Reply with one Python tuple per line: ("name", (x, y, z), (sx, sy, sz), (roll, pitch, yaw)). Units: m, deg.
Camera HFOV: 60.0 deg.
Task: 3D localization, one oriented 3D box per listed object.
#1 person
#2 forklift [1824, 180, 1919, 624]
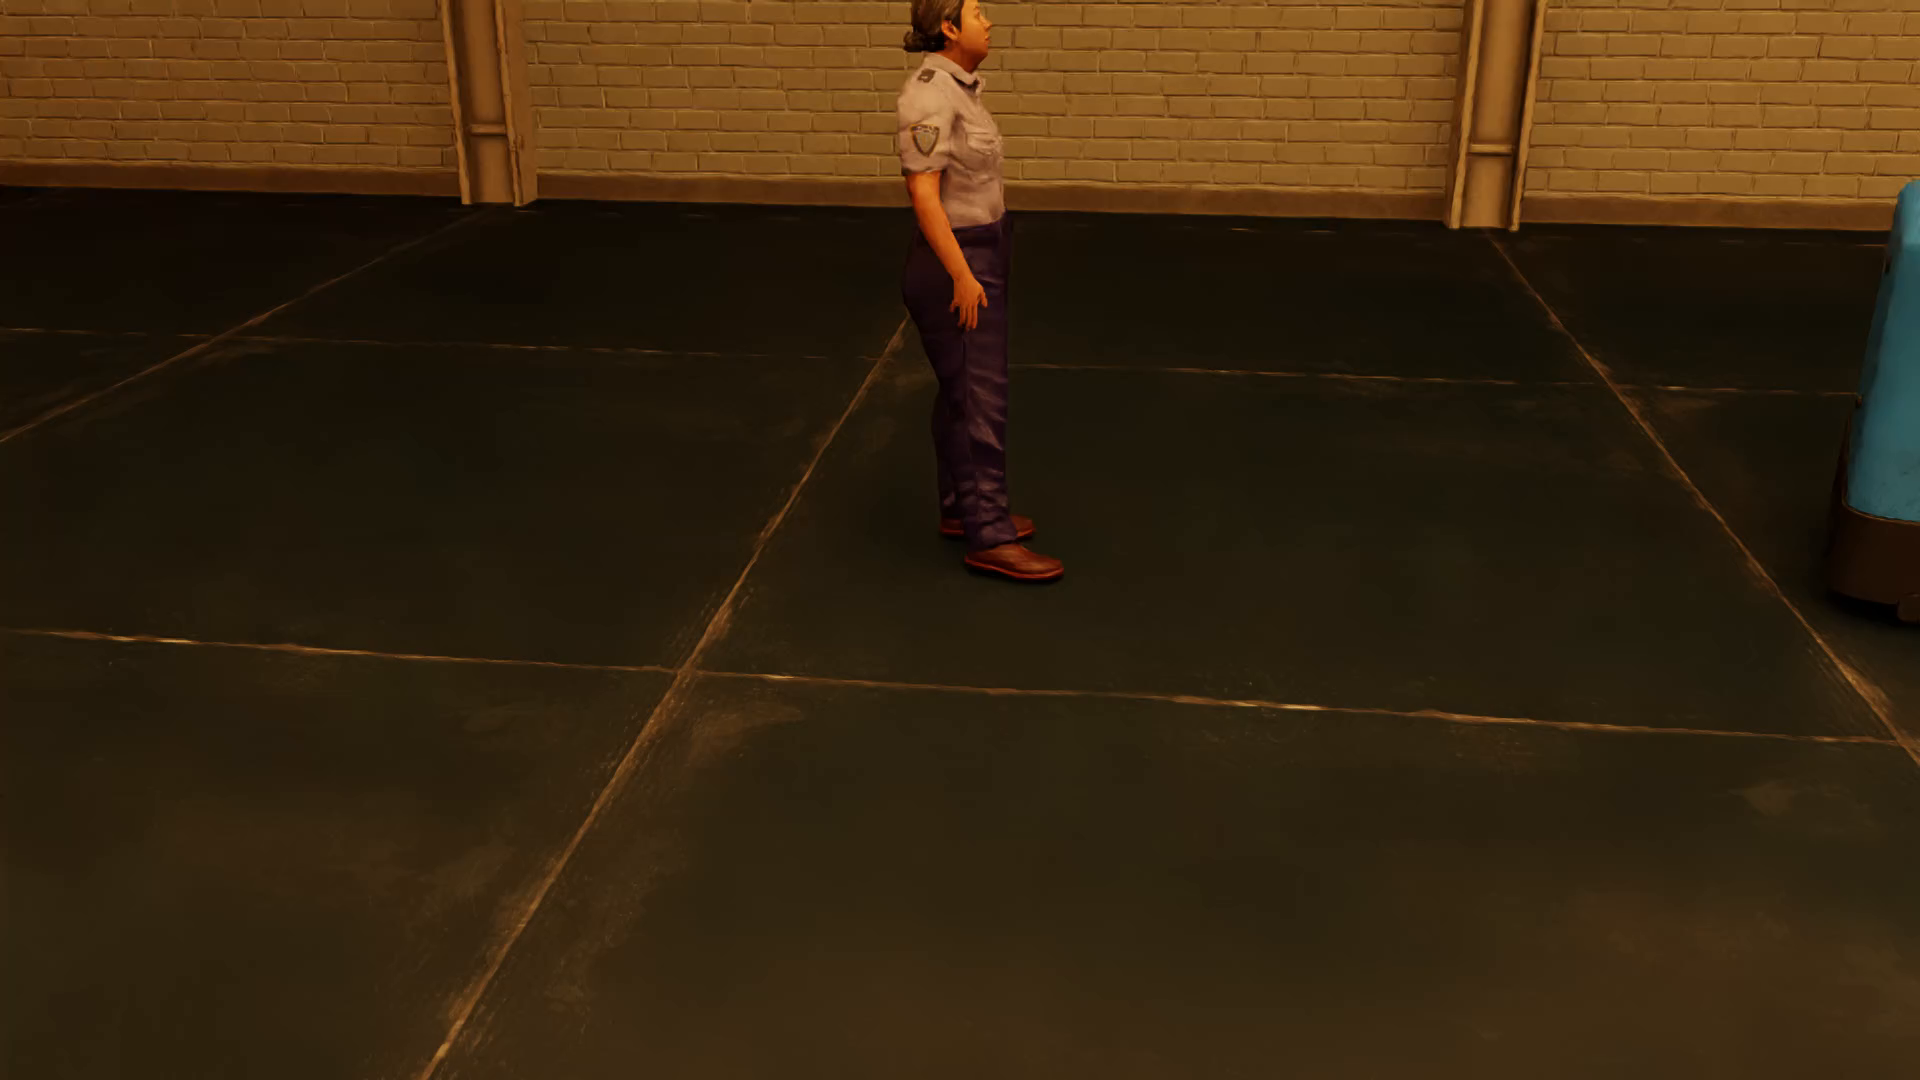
("person", (0.086, -0.758, 4.835), (0.502, 1.650, 0.599), (3, 22, 7))
("forklift", (3.982, -1.058, 3.881), (3.031, 2.935, 1.130), (11, 24, 25))
